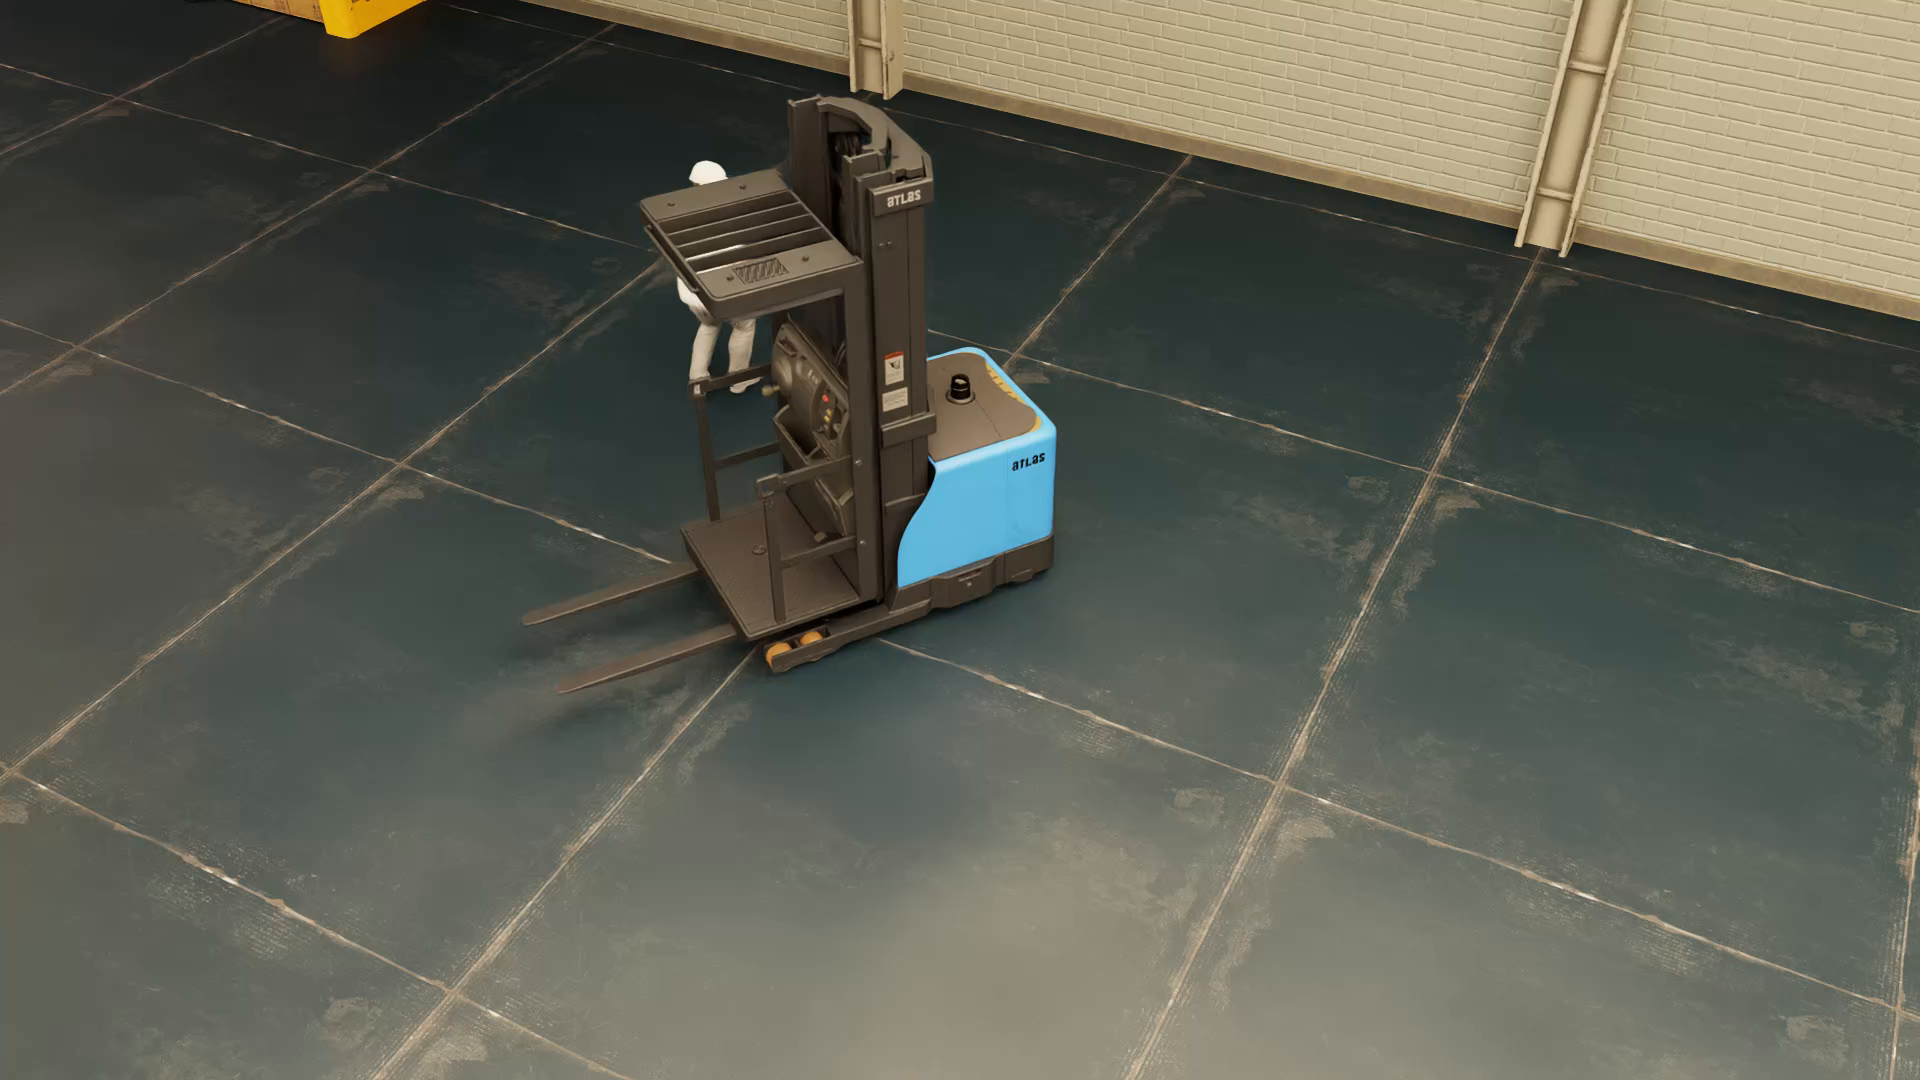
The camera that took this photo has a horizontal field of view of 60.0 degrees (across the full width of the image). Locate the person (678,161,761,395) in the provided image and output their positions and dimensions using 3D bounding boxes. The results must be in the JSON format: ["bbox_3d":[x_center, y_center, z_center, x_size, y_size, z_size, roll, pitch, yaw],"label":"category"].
[{"bbox_3d":[-1.580,-1.723,11.023,0.823,1.708,0.679,22,45,24],"label":"person"}]

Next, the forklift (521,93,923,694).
[{"bbox_3d":[-0.989,-0.770,8.901,3.031,2.935,1.121,-19,44,-21],"label":"forklift"}]
